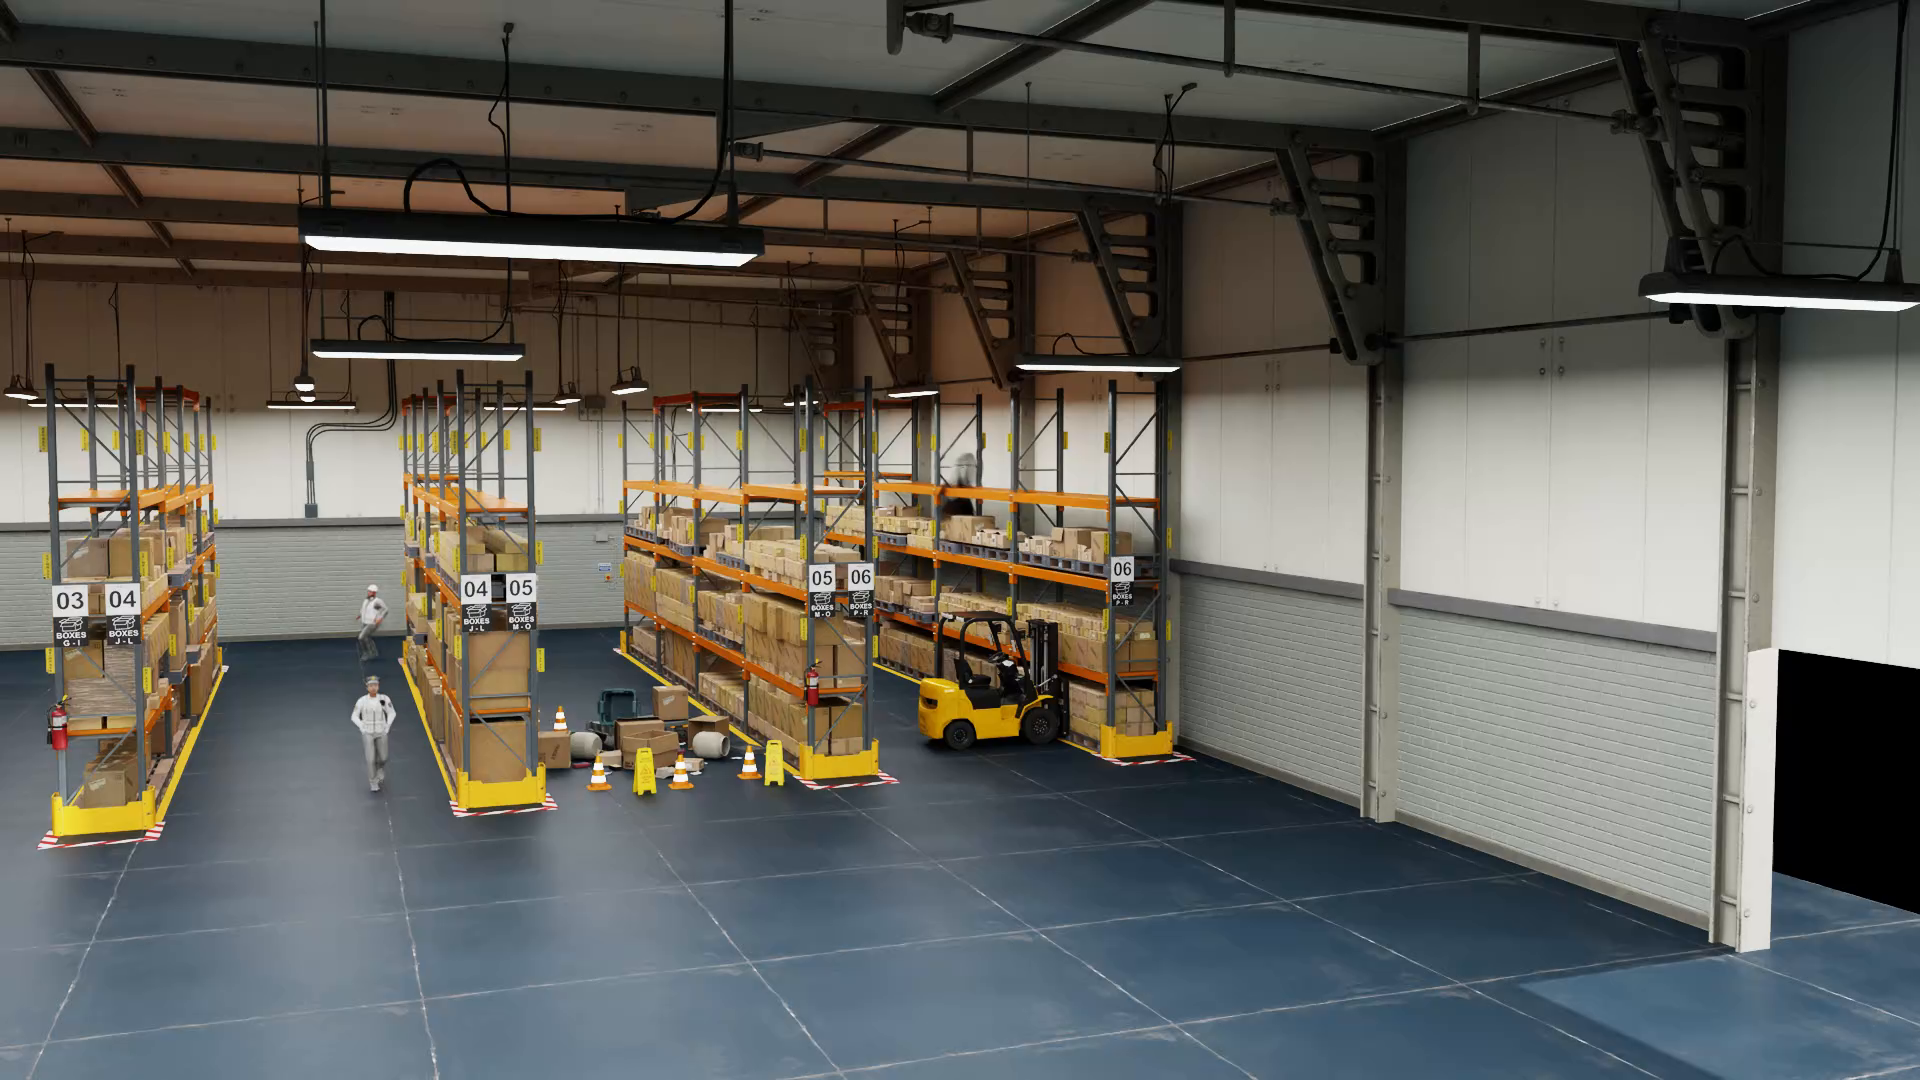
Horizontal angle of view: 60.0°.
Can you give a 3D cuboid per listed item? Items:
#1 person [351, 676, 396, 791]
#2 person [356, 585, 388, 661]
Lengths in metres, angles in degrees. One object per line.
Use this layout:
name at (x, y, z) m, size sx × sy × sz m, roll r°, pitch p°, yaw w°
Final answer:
person at (-8.449, 2.773, 23.985) m, size 0.612 × 1.648 × 0.573 m, roll -1°, pitch 4°, yaw -23°
person at (-13.523, 1.913, 38.165) m, size 0.714 × 1.773 × 0.668 m, roll 2°, pitch 4°, yaw 35°
